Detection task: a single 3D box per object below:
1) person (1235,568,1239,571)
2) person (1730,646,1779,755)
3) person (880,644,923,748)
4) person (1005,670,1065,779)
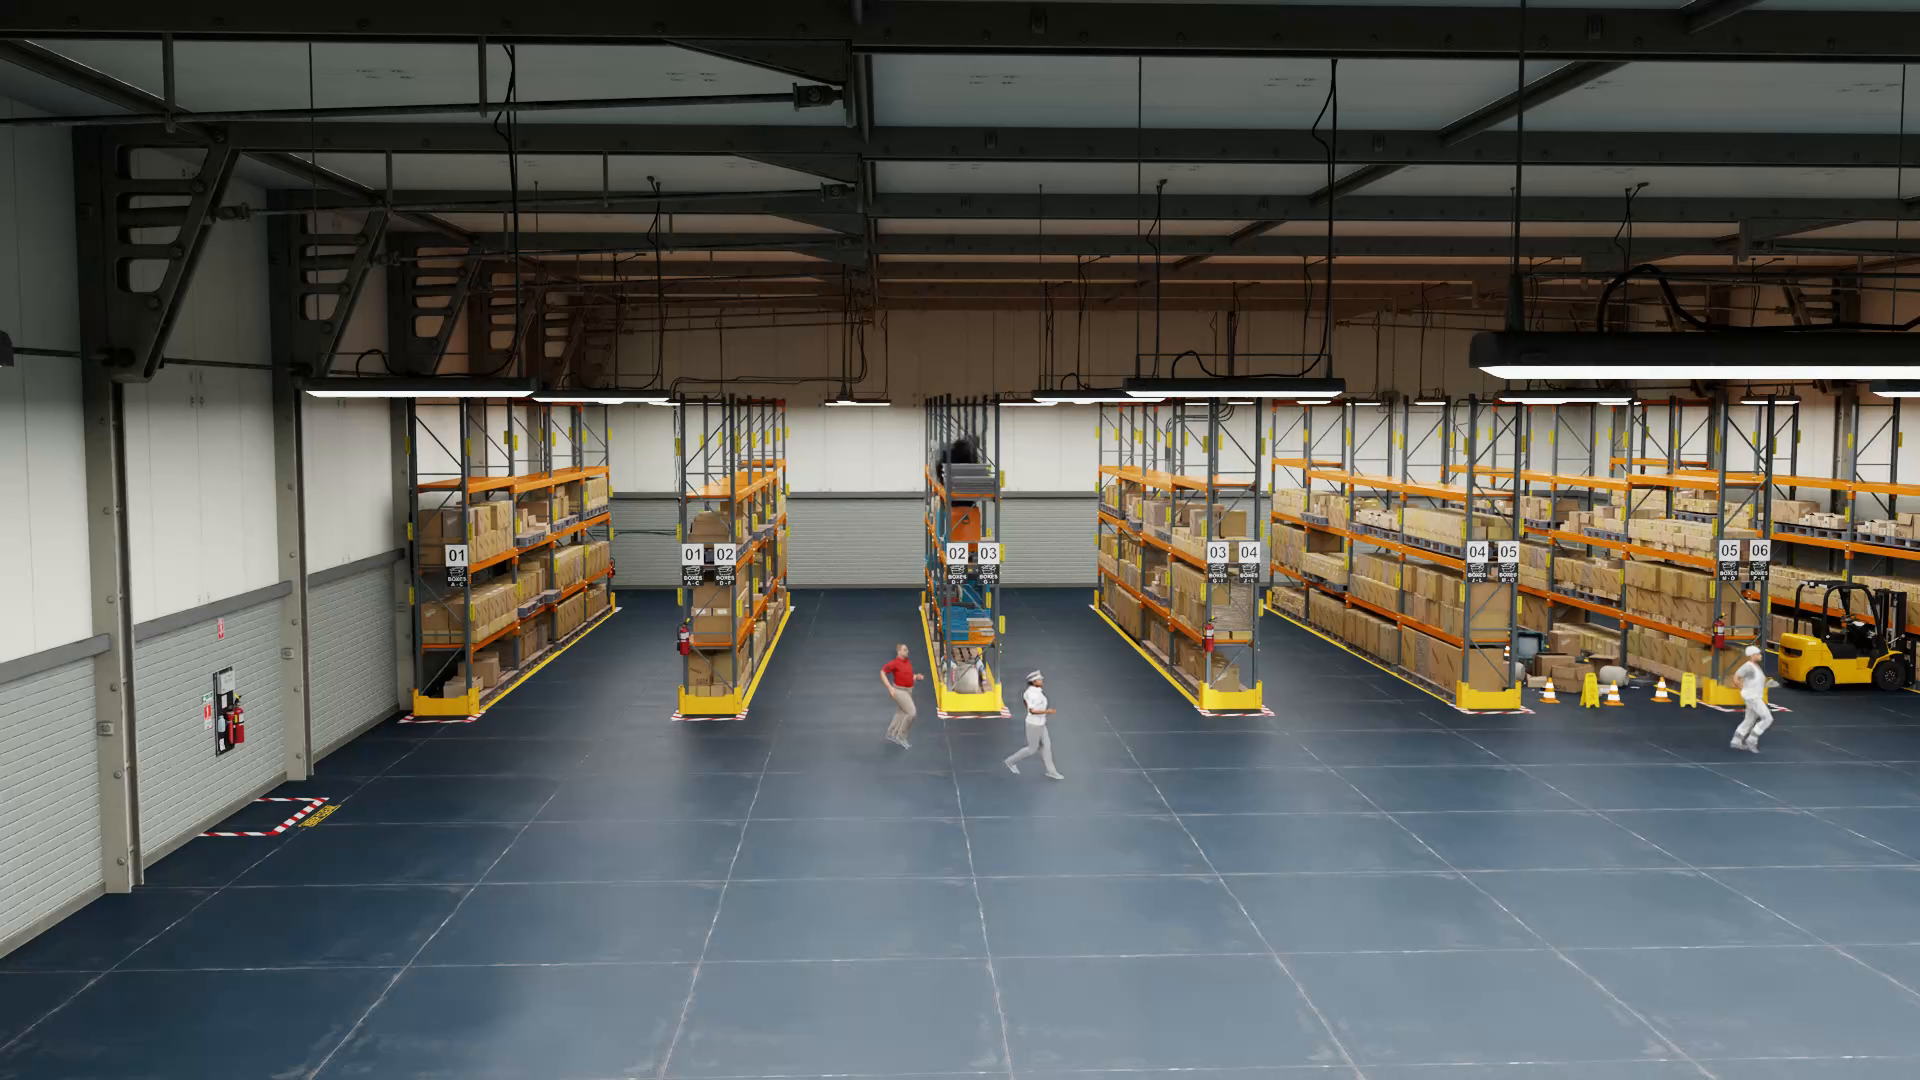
[{"bbox_3d":[7.764,1.278,45.325,0.666,1.741,0.629,0,5,-6],"label":"person"},{"bbox_3d":[13.175,2.653,27.560,0.709,1.790,0.640,3,5,33],"label":"person"},{"bbox_3d":[-0.955,2.649,28.191,0.731,1.774,0.635,2,5,22],"label":"person"},{"bbox_3d":[1.152,2.840,25.582,0.923,1.699,0.579,1,5,12],"label":"person"}]
